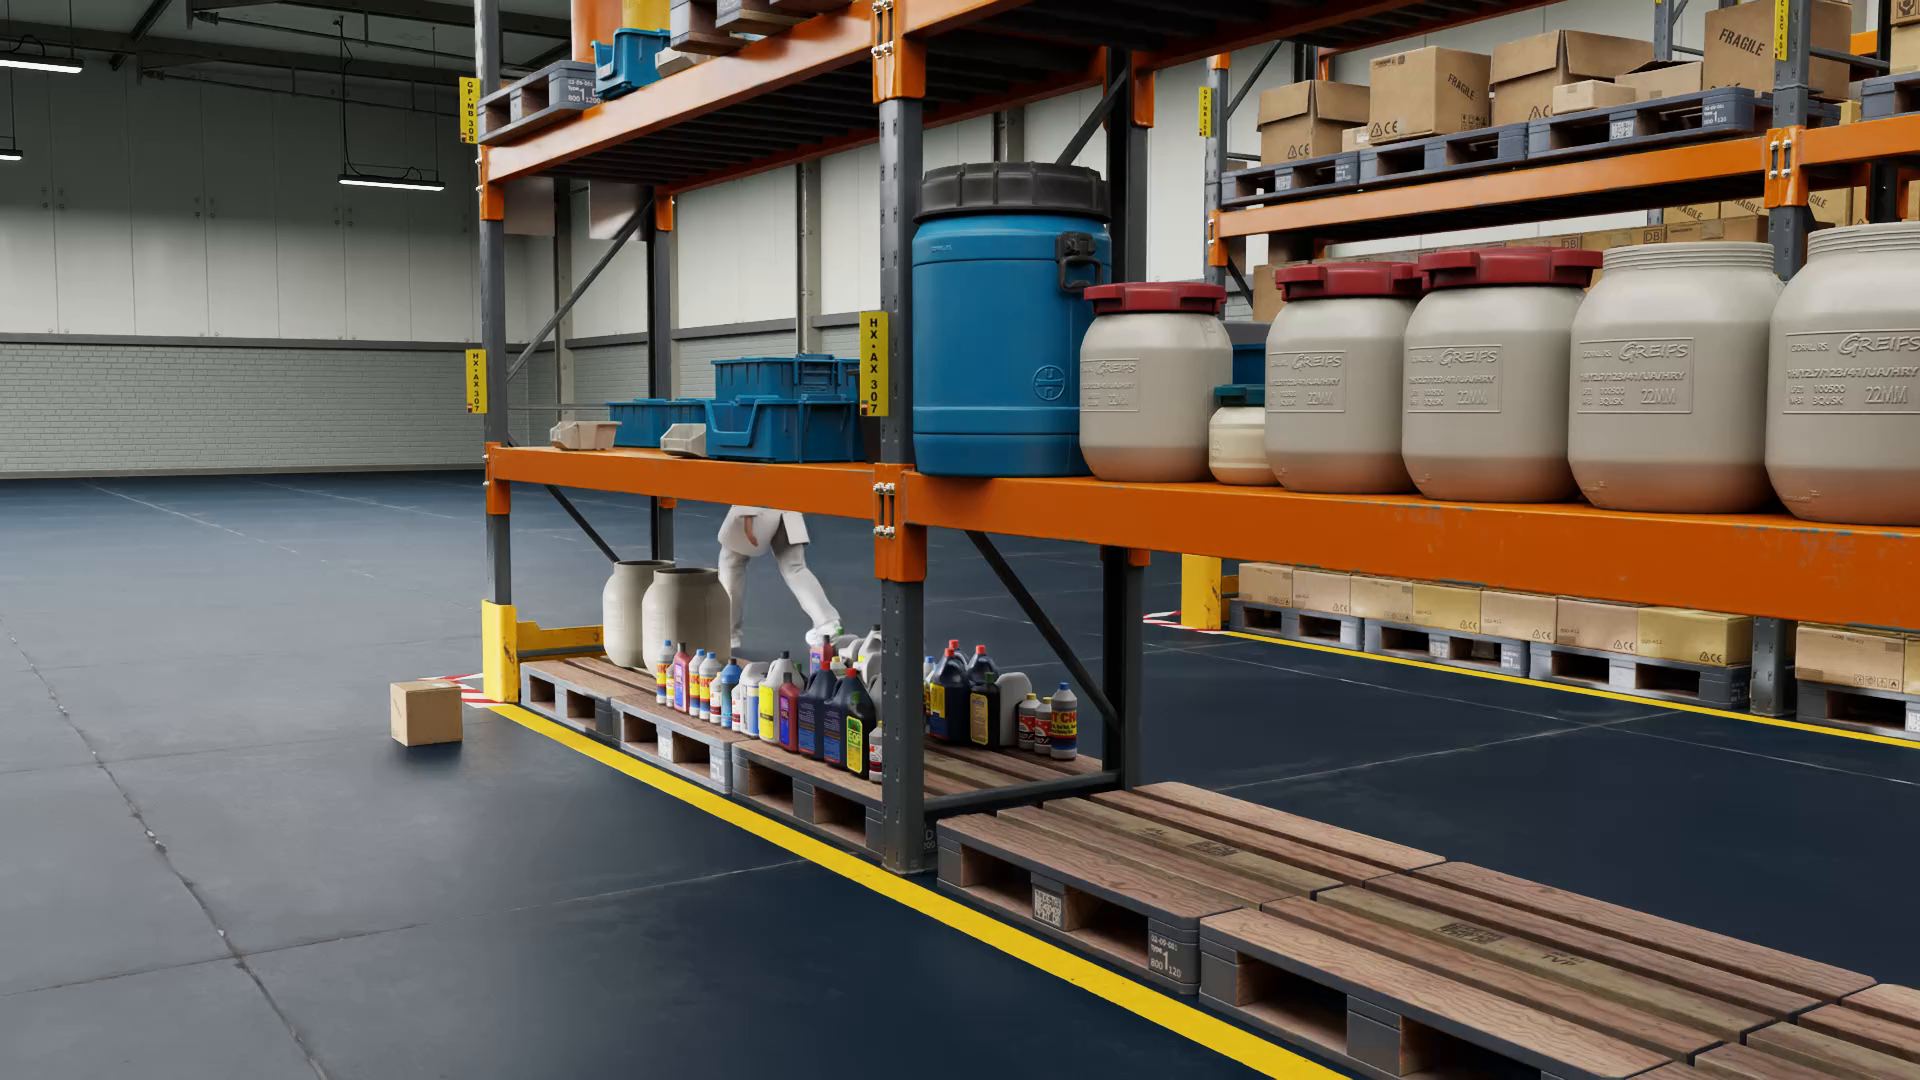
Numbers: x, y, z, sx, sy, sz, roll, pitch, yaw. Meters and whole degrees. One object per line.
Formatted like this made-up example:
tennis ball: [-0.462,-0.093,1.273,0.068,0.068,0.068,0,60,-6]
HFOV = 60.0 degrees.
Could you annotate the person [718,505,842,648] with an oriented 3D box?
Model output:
person: [-1.183,-0.134,10.119,0.580,1.625,1.150,-4,6,-43]
